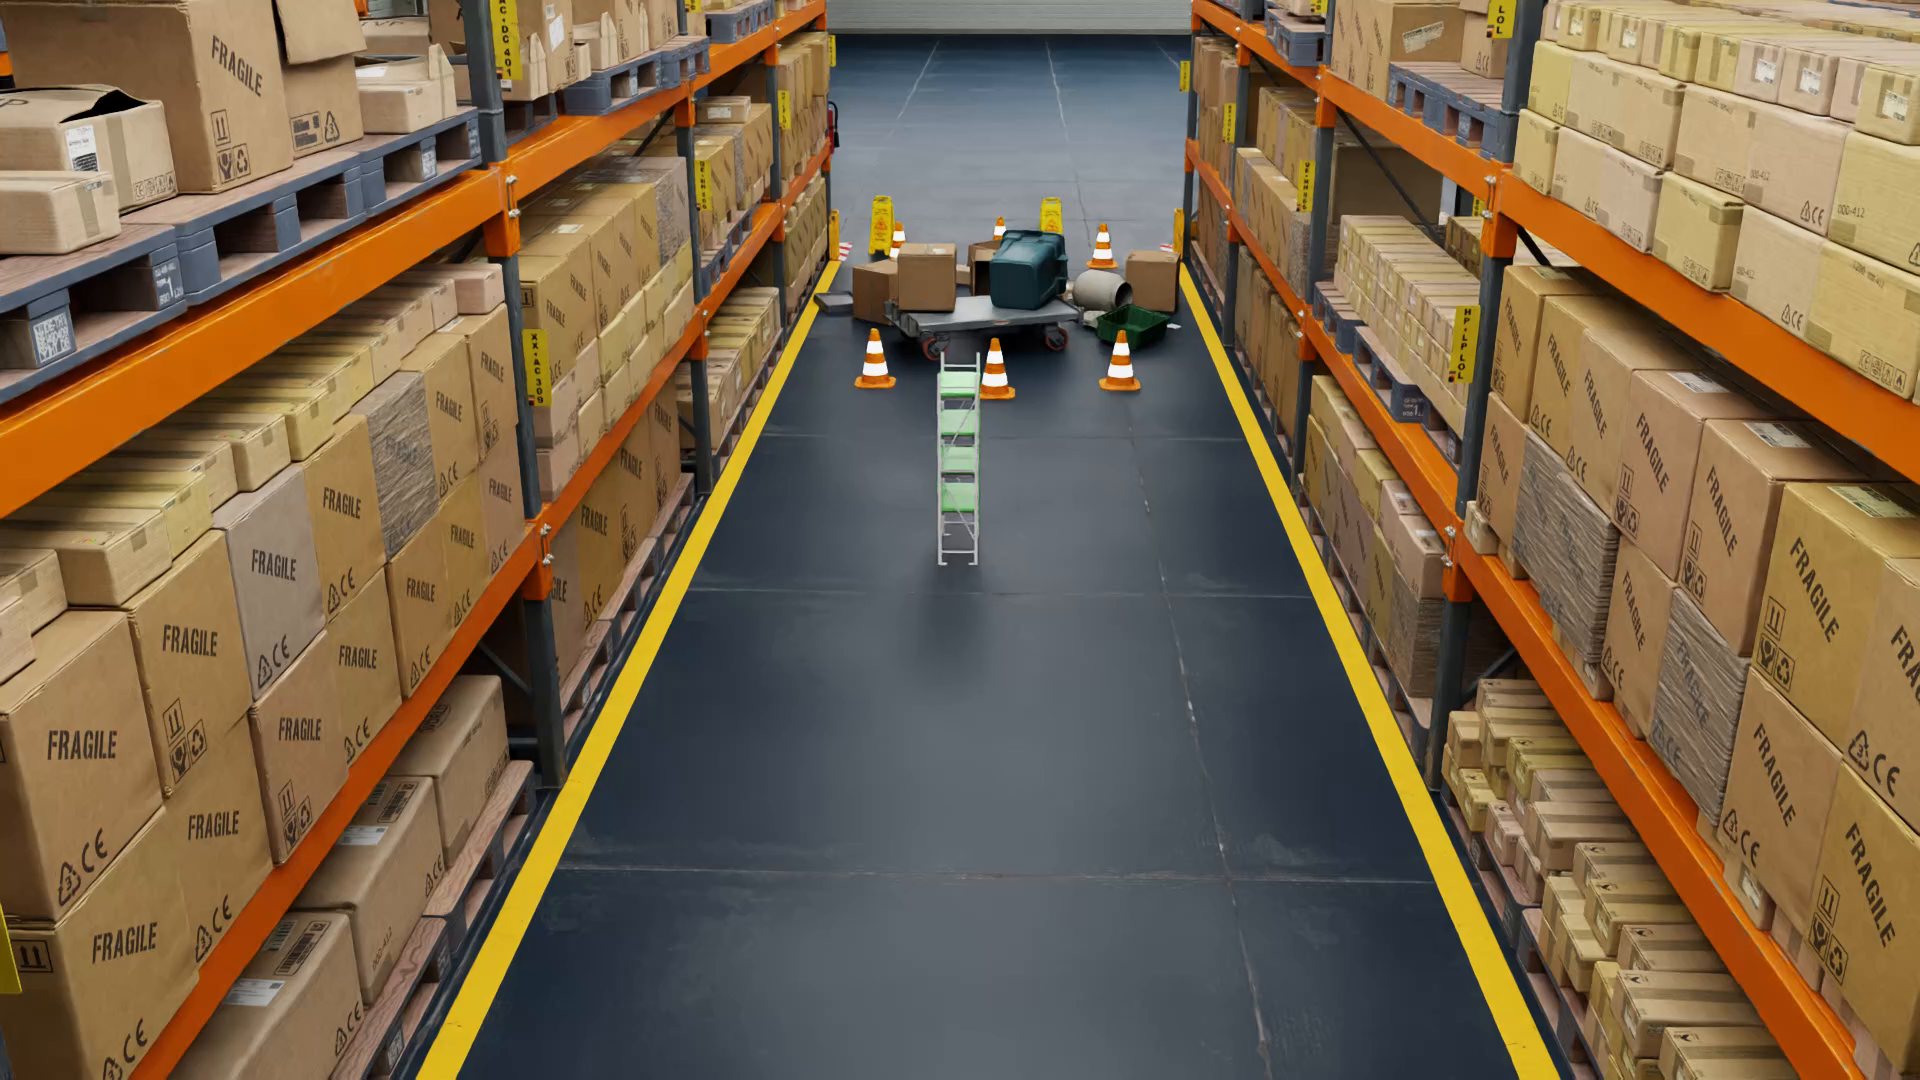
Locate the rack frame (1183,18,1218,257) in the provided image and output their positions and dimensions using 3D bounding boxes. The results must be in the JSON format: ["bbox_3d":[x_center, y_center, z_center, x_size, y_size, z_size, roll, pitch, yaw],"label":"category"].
[{"bbox_3d":[3.002,-4.602,18.244,1.000,3.000,0.127,1,21,2],"label":"rack frame"}]

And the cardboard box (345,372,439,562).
[{"bbox_3d":[-2.082,-0.253,5.514,0.500,0.500,0.500,1,21,2],"label":"cardboard box"}]

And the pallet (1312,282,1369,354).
[{"bbox_3d":[2.843,-1.362,10.156,1.213,0.211,1.003,1,21,2],"label":"pallet"}]

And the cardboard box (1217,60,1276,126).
[{"bbox_3d":[2.826,-4.063,15.152,0.875,0.550,0.550,1,21,2],"label":"cardboard box"}]

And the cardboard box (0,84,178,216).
[{"bbox_3d":[-2.340,-0.975,4.153,0.500,0.311,0.500,1,21,3],"label":"cardboard box"}]

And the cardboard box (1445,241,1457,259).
[{"bbox_3d":[3.199,-1.744,10.231,0.380,0.149,0.250,1,21,3],"label":"cardboard box"}]

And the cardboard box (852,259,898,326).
[{"bbox_3d":[-0.678,-2.382,15.974,0.500,0.500,0.500,18,27,38],"label":"cardboard box"}]

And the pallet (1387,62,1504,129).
[{"bbox_3d":[2.791,-2.171,8.092,1.213,0.211,1.003,1,21,2],"label":"pallet"}]

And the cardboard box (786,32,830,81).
[{"bbox_3d":[-1.746,-5.085,17.555,0.700,0.500,0.500,0,21,0],"label":"cardboard box"}]

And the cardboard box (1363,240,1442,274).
[{"bbox_3d":[2.525,-1.619,9.500,0.380,0.149,0.250,0,21,-1],"label":"cardboard box"}]

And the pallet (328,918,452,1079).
[{"bbox_3d":[-2.450,1.735,5.766,1.003,0.211,1.213,1,21,2],"label":"pallet"}]

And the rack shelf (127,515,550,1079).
[{"bbox_3d":[-2.375,0.777,5.374,1.077,0.370,4.000,1,21,2],"label":"rack shelf"}]

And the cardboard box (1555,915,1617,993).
[{"bbox_3d":[2.270,1.416,5.683,0.380,0.149,0.250,1,21,2],"label":"cardboard box"}]

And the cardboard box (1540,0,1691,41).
[{"bbox_3d":[2.758,-2.040,6.775,0.700,0.500,0.500,1,21,2],"label":"cardboard box"}]

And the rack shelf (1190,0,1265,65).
[{"bbox_3d":[2.941,-4.942,15.967,1.077,0.370,4.000,1,21,2],"label":"rack shelf"}]

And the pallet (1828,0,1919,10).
[{"bbox_3d":[7.710,-4.154,13.201,1.213,0.211,1.003,1,21,2],"label":"pallet"}]

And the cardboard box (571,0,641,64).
[{"bbox_3d":[-1.956,-2.728,8.548,0.500,0.500,0.500,1,21,2],"label":"cardboard box"}]

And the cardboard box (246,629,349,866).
[{"bbox_3d":[-2.113,0.581,4.747,0.500,0.500,0.500,1,21,1],"label":"cardboard box"}]

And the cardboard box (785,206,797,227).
[{"bbox_3d":[-1.719,-2.995,15.388,0.380,0.149,0.250,1,21,2],"label":"cardboard box"}]

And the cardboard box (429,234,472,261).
[{"bbox_3d":[-2.543,-1.146,7.815,0.500,0.500,0.500,1,21,3],"label":"cardboard box"}]

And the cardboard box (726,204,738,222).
[{"bbox_3d":[-1.899,-2.506,12.607,0.380,0.149,0.250,1,21,3],"label":"cardboard box"}]

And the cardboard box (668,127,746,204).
[{"bbox_3d":[-1.906,-2.830,12.547,0.500,0.500,0.500,0,21,0],"label":"cardboard box"}]

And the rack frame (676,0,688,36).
[{"bbox_3d":[-2.192,-4.525,9.750,1.000,3.000,0.127,1,21,2],"label":"rack frame"}]

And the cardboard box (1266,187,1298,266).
[{"bbox_3d":[2.536,-2.283,12.129,0.500,0.500,0.500,0,21,1],"label":"cardboard box"}]

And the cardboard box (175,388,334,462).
[{"bbox_3d":[-2.059,-0.336,4.831,0.380,0.149,0.250,0,21,0],"label":"cardboard box"}]

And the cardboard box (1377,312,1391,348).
[{"bbox_3d":[2.505,-1.149,9.112,0.380,0.149,0.250,1,21,2],"label":"cardboard box"}]

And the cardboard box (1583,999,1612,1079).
[{"bbox_3d":[2.292,1.654,5.481,0.380,0.149,0.250,1,21,3],"label":"cardboard box"}]

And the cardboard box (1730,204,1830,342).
[{"bbox_3d":[2.301,-0.677,4.187,0.500,0.250,0.500,2,21,4],"label":"cardboard box"}]

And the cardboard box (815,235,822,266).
[{"bbox_3d":[-1.728,-3.052,17.468,0.500,0.250,0.500,1,21,2],"label":"cardboard box"}]

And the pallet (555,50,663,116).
[{"bbox_3d":[-2.190,-2.400,8.683,1.003,0.211,1.213,2,21,4],"label":"pallet"}]

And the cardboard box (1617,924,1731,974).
[{"bbox_3d":[2.367,1.374,5.378,0.380,0.149,0.250,0,21,0],"label":"cardboard box"}]

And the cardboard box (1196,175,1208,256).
[{"bbox_3d":[3.047,-3.562,17.918,0.875,0.875,0.875,1,21,2],"label":"cardboard box"}]

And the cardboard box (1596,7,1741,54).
[{"bbox_3d":[2.393,-1.719,5.631,0.380,0.149,0.250,0,21,1],"label":"cardboard box"}]

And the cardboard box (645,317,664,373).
[{"bbox_3d":[-1.979,-1.105,9.438,0.500,0.250,0.500,0,21,1],"label":"cardboard box"}]

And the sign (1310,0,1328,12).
[{"bbox_3d":[2.204,-3.395,10.162,0.100,0.325,0.005,1,21,2],"label":"sign"}]

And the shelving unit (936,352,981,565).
[{"bbox_3d":[-0.005,-0.500,10.158,0.258,1.200,0.503,1,21,2],"label":"shelving unit"}]

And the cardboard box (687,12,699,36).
[{"bbox_3d":[-2.153,-3.515,11.157,0.700,0.500,0.500,1,21,2],"label":"cardboard box"}]

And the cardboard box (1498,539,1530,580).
[{"bbox_3d":[2.368,0.047,6.609,0.380,0.149,0.250,1,21,3],"label":"cardboard box"}]

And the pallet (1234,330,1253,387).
[{"bbox_3d":[2.932,-1.576,14.300,1.003,0.211,1.213,1,21,2],"label":"pallet"}]

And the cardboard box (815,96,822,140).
[{"bbox_3d":[-1.710,-4.425,17.238,0.500,0.500,0.500,1,21,2],"label":"cardboard box"}]

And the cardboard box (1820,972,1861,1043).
[{"bbox_3d":[2.288,1.089,3.922,0.380,0.149,0.250,1,21,2],"label":"cardboard box"}]

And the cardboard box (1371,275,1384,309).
[{"bbox_3d":[2.516,-1.379,9.291,0.380,0.149,0.250,1,21,2],"label":"cardboard box"}]

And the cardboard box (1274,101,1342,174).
[{"bbox_3d":[2.842,-3.121,12.904,0.700,0.500,0.500,1,21,2],"label":"cardboard box"}]

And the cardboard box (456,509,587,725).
[{"bbox_3d":[-2.375,0.288,7.996,0.875,0.875,0.875,1,21,3],"label":"cardboard box"}]

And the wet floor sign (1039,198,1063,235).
[{"bbox_3d":[1.024,-3.537,18.753,0.267,0.644,0.232,-3,21,-8],"label":"wet floor sign"}]

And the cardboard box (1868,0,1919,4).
[{"bbox_3d":[7.722,-4.538,13.209,0.797,0.503,0.637,0,21,-1],"label":"cardboard box"}]

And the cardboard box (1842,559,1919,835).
[{"bbox_3d":[2.281,0.363,3.515,0.500,0.500,0.500,0,21,1],"label":"cardboard box"}]

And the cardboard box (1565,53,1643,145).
[{"bbox_3d":[2.362,-1.474,5.550,0.500,0.250,0.500,1,21,1],"label":"cardboard box"}]

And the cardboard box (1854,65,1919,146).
[{"bbox_3d":[2.244,-0.966,3.690,0.380,0.149,0.250,1,21,2],"label":"cardboard box"}]

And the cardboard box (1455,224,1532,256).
[{"bbox_3d":[3.192,-1.793,9.947,0.380,0.149,0.250,0,21,1],"label":"cardboard box"}]

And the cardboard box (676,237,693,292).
[{"bbox_3d":[-1.953,-1.713,10.313,0.500,0.250,0.500,1,21,1],"label":"cardboard box"}]

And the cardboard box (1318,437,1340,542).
[{"bbox_3d":[2.470,-0.305,10.045,0.500,0.500,0.500,1,21,2],"label":"cardboard box"}]
